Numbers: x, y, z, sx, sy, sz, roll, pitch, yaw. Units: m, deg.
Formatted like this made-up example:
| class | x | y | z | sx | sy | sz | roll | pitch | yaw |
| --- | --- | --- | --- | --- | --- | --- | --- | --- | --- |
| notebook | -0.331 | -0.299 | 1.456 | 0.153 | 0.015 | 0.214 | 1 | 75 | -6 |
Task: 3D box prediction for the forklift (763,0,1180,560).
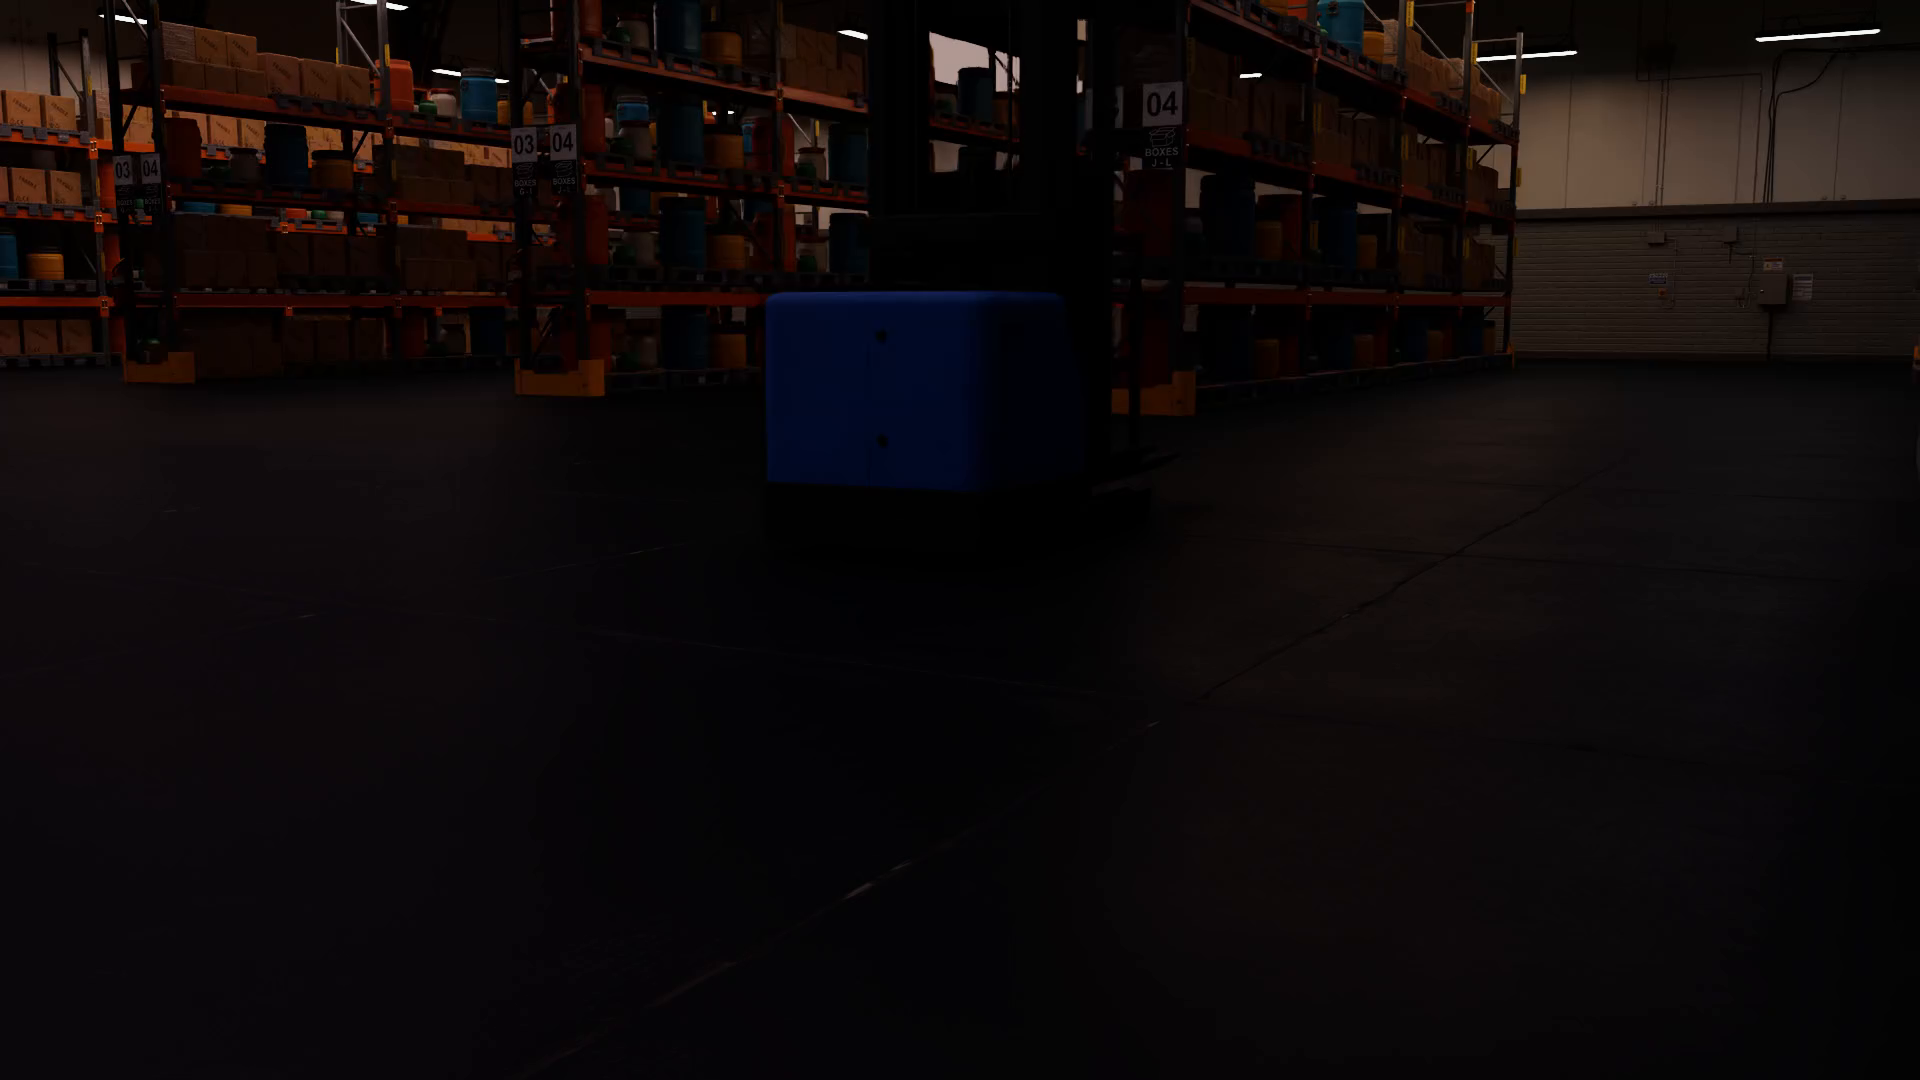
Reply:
| class | x | y | z | sx | sy | sz | roll | pitch | yaw |
| --- | --- | --- | --- | --- | --- | --- | --- | --- | --- |
| forklift | 0.269 | -1.538 | 7.734 | 1.130 | 2.935 | 3.031 | 4 | 9 | 24 |
